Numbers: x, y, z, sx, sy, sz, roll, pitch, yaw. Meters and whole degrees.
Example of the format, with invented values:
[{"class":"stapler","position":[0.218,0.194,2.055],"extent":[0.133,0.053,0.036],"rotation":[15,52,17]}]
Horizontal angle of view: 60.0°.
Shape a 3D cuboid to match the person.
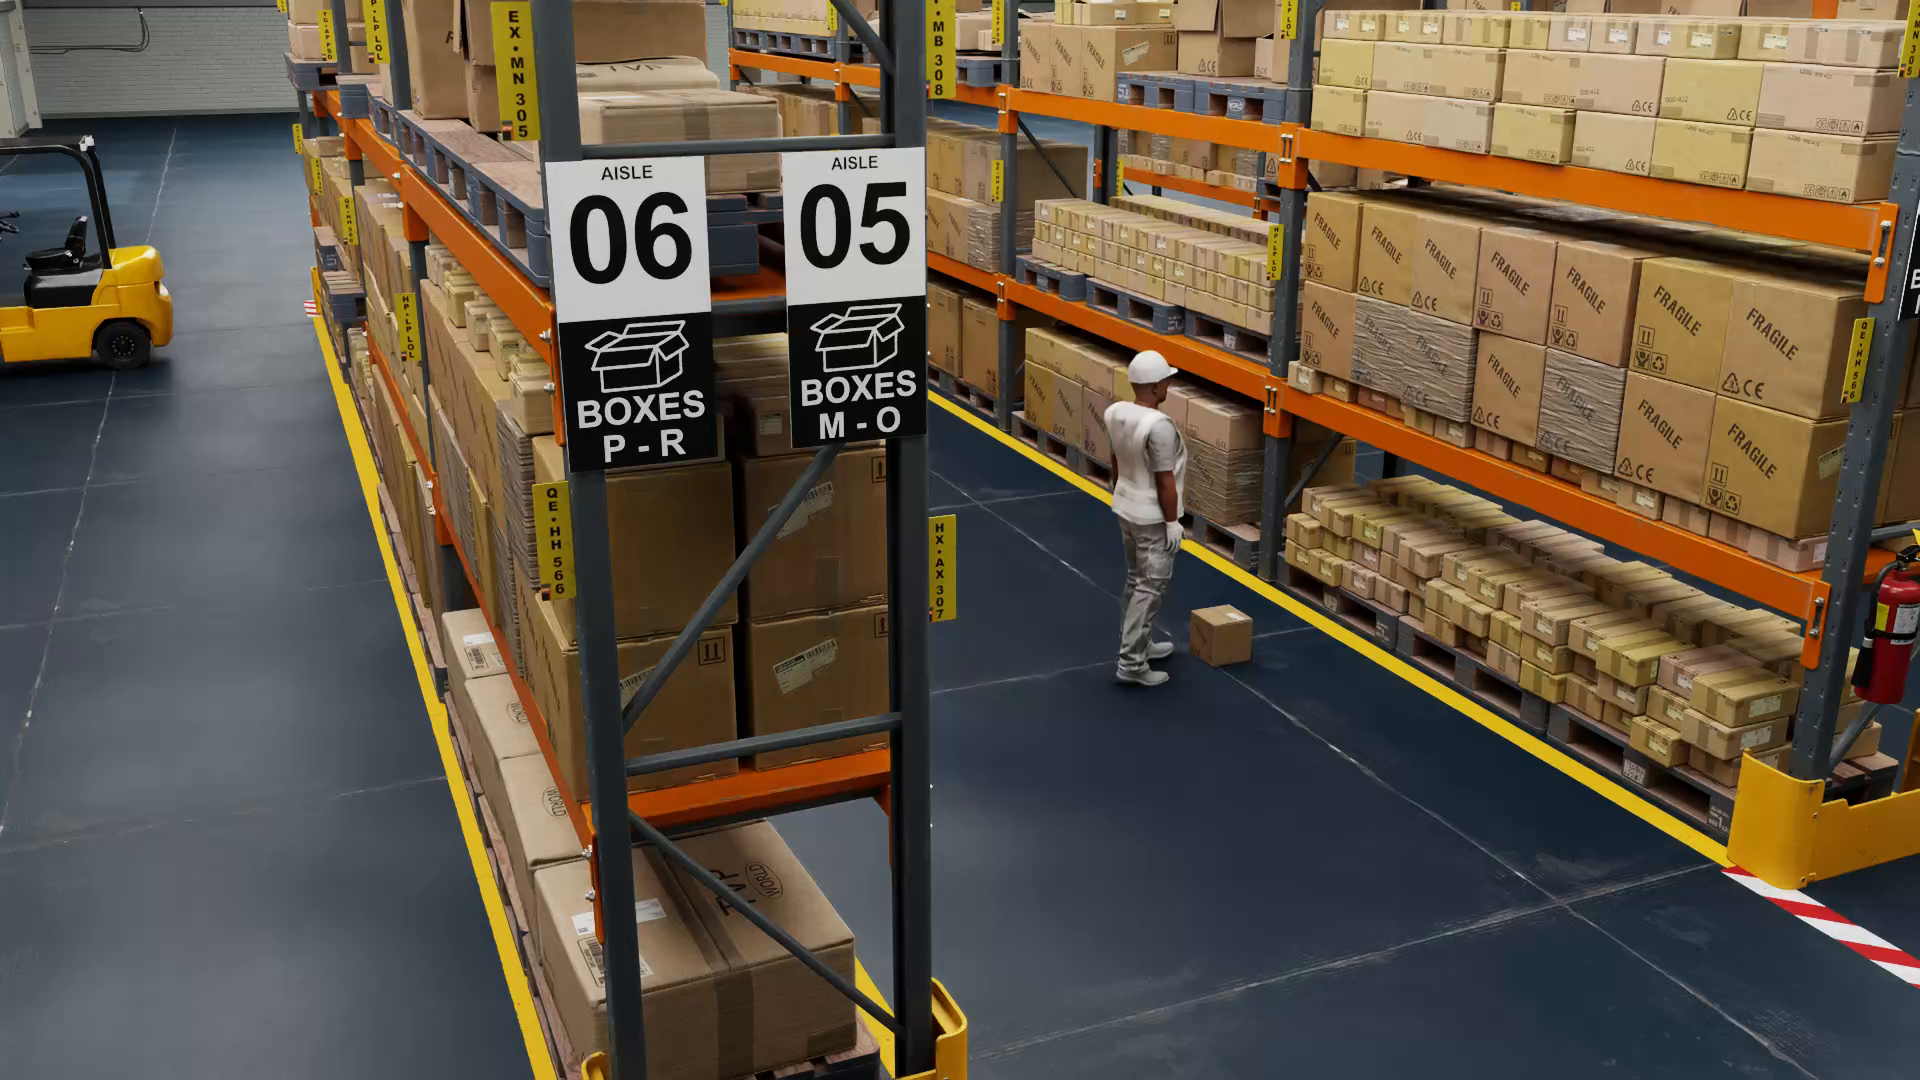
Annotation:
[{"class":"person","position":[1.022,-0.127,8.926],"extent":[0.497,1.806,0.558],"rotation":[-8,20,-21]}]
